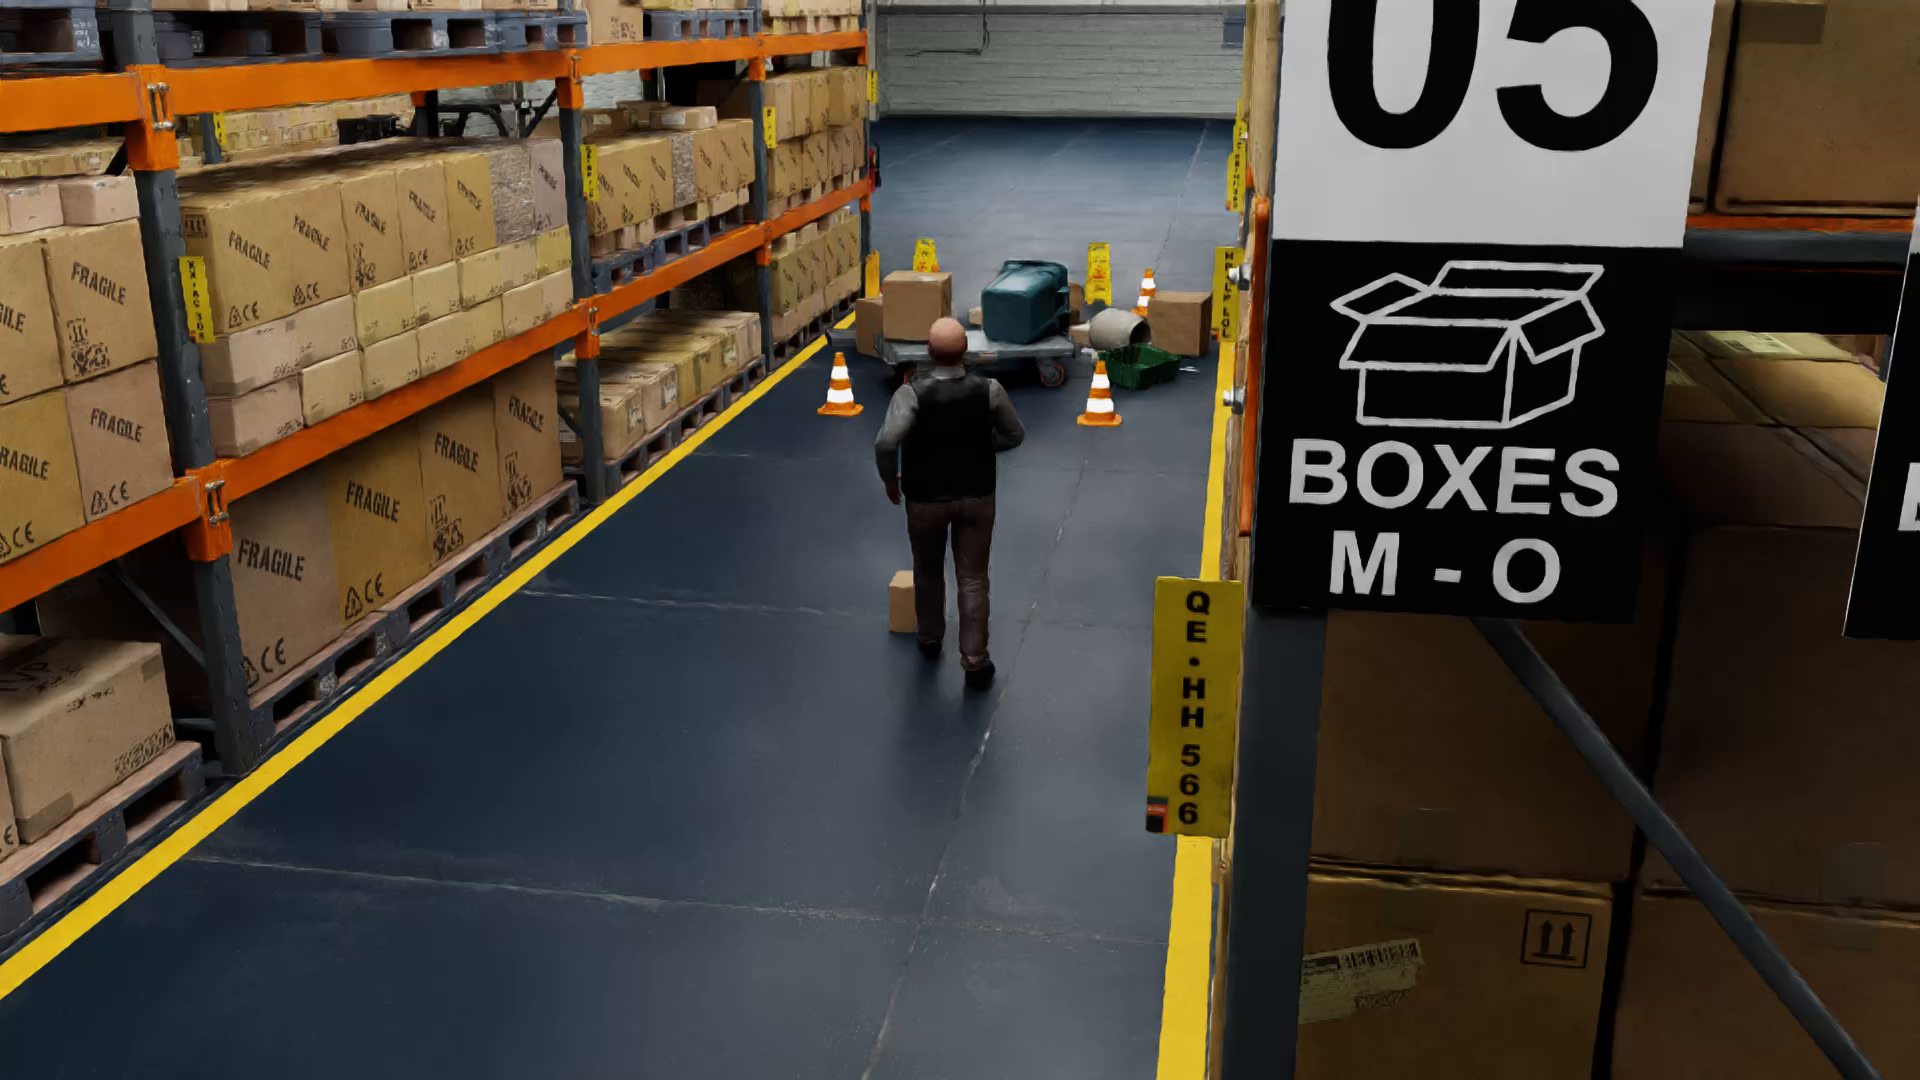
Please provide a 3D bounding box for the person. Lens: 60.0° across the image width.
[{"bbox_3d":[-0.073,-0.218,7.768,0.703,1.717,0.739,-2,18,-8],"label":"person"}]
